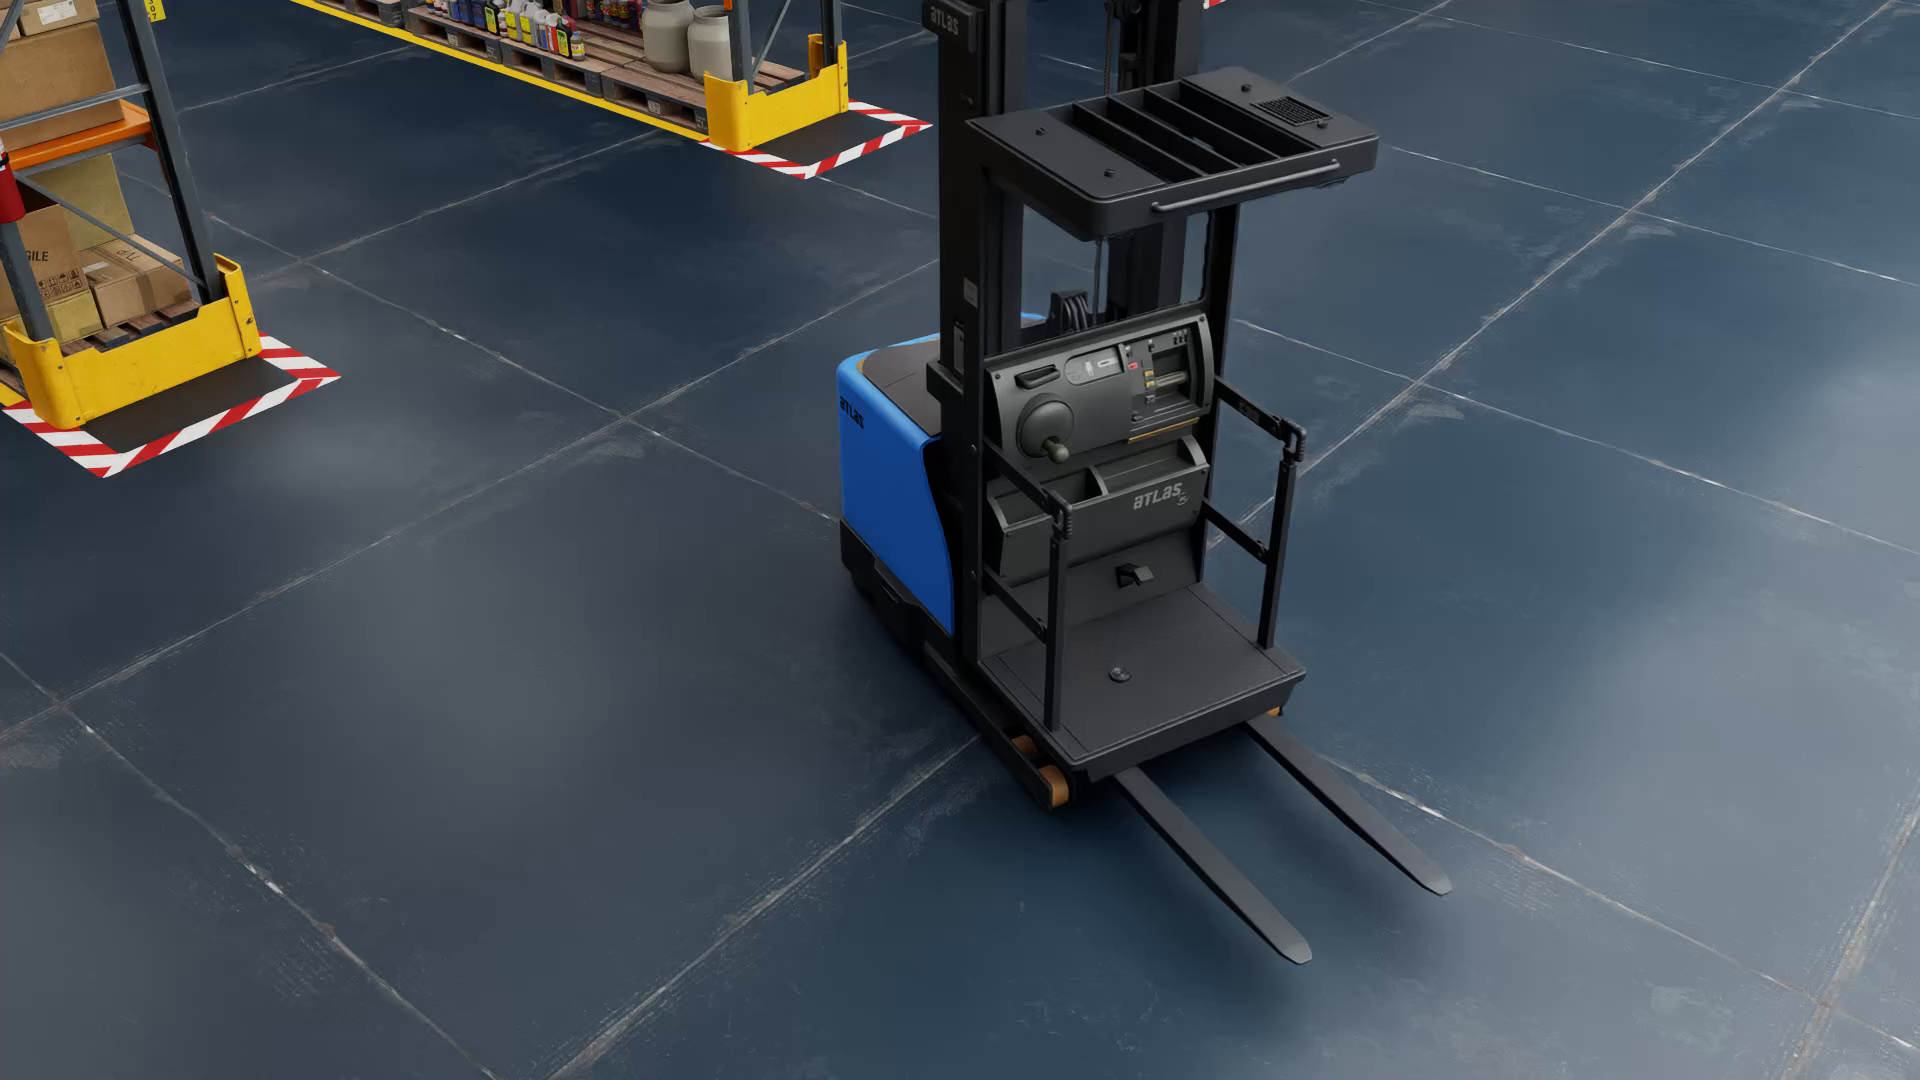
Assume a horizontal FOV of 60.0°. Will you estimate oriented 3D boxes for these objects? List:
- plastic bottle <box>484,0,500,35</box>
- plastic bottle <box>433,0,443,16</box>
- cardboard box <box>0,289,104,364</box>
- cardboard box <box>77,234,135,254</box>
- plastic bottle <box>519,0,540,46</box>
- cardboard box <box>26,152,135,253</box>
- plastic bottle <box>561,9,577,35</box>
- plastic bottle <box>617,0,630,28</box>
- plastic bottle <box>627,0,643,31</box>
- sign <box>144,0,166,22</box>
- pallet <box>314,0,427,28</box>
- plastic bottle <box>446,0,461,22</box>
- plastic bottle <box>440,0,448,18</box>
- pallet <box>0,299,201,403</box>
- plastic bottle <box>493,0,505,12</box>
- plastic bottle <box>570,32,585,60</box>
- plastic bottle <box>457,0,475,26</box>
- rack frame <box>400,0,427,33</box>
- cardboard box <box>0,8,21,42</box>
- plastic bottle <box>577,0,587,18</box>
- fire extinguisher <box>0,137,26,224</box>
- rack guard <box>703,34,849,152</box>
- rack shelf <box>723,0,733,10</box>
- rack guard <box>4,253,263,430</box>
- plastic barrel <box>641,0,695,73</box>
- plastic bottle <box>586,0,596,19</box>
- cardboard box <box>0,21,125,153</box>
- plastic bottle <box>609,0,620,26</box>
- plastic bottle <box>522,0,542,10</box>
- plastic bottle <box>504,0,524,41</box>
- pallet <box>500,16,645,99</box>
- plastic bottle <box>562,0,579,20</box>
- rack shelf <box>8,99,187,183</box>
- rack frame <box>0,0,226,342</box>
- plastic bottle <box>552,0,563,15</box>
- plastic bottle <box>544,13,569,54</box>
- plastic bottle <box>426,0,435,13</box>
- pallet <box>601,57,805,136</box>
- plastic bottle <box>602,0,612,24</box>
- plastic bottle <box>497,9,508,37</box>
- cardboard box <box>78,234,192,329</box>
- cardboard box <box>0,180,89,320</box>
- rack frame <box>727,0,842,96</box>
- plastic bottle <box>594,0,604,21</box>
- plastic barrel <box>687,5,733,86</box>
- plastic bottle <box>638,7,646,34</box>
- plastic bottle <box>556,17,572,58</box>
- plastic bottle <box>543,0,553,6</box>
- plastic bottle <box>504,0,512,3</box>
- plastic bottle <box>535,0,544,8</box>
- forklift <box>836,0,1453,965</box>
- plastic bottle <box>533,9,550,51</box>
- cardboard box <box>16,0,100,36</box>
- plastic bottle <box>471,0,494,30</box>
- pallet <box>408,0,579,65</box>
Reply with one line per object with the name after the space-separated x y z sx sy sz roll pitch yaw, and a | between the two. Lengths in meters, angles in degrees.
-3.699 -4.159 13.167 0.133 0.283 0.061 27 43 34 | plastic bottle
-4.257 -4.402 13.593 0.097 0.201 0.097 0 34 0 | plastic bottle
-4.998 -1.220 8.934 0.500 0.250 0.500 25 42 32 | cardboard box
-5.054 -1.624 9.523 0.500 0.250 0.500 25 42 32 | cardboard box
-3.330 -4.043 12.939 0.185 0.351 0.144 27 43 34 | plastic bottle
-5.053 -1.934 9.312 0.500 0.500 0.500 25 42 32 | cardboard box
-3.026 -3.954 12.868 0.133 0.283 0.061 25 42 32 | plastic bottle
-2.682 -4.241 13.297 0.097 0.271 0.097 0 34 0 | plastic bottle
-2.581 -4.212 13.244 0.133 0.283 0.061 26 42 33 | plastic bottle
-4.038 -2.743 8.260 0.005 0.325 0.100 25 42 32 | sign
-4.928 -4.835 14.604 1.213 0.211 1.003 25 42 32 | pallet
-4.069 -4.364 13.472 0.135 0.276 0.152 27 43 33 | plastic bottle
-4.178 -4.365 13.539 0.097 0.201 0.097 0 34 0 | plastic bottle
-5.012 -1.224 9.345 1.213 0.211 1.003 25 42 32 | pallet
-3.662 -4.195 13.230 0.097 0.271 0.097 0 34 0 | plastic bottle
-2.917 -3.770 12.673 0.097 0.201 0.097 0 34 0 | plastic bottle
-3.944 -4.333 13.361 0.185 0.351 0.144 26 42 33 | plastic bottle
-4.299 -5.717 13.425 0.127 3.000 1.000 25 42 32 | rack frame
-4.813 -2.478 8.048 0.250 0.149 0.380 24 41 31 | cardboard box
-3.102 -4.420 13.554 0.135 0.276 0.152 26 42 33 | plastic bottle
-4.604 -1.837 7.844 0.183 0.674 0.296 25 42 32 | fire extinguisher
-1.314 -3.244 12.033 0.348 0.500 1.175 25 42 32 | rack guard
-2.762 -4.696 12.573 4.000 0.370 1.077 25 42 32 | rack shelf
-4.379 -1.075 8.874 0.348 0.500 1.175 25 42 32 | rack guard
-2.165 -3.802 12.463 0.421 0.512 0.421 0 34 0 | plastic barrel
-2.993 -4.359 13.530 0.097 0.201 0.097 0 34 0 | plastic bottle
-4.748 -2.330 8.405 0.500 0.500 0.700 25 42 32 | cardboard box
-2.759 -4.277 13.350 0.097 0.271 0.097 0 34 0 | plastic bottle
-3.397 -4.154 13.166 0.135 0.276 0.152 25 42 32 | plastic bottle
-3.473 -4.111 13.038 0.185 0.351 0.144 25 42 31 | plastic bottle
-2.868 -3.864 13.190 1.213 0.211 1.003 25 42 32 | pallet
-3.169 -4.377 13.484 0.133 0.283 0.061 25 42 32 | plastic bottle
-5.934 -2.542 9.437 4.000 0.370 1.077 25 42 32 | rack shelf
-4.397 -2.114 8.179 0.127 3.000 1.000 25 42 32 | rack frame
-3.270 -4.430 13.562 0.133 0.283 0.061 25 42 32 | plastic bottle
-3.093 -3.904 12.803 0.135 0.276 0.152 26 42 32 | plastic bottle
-4.335 -4.467 13.627 0.097 0.271 0.097 0 34 0 | plastic bottle
-1.935 -3.422 12.546 1.213 0.211 1.003 25 42 32 | pallet
-2.836 -4.284 13.422 0.097 0.201 0.097 0 34 0 | plastic bottle
-3.597 -4.091 13.140 0.097 0.201 0.097 0 34 0 | plastic bottle
-4.667 -1.445 9.262 0.500 0.250 0.500 25 42 32 | cardboard box
-5.000 -1.528 8.720 0.500 0.500 0.500 25 42 32 | cardboard box
-1.225 -4.268 11.315 0.127 3.000 1.000 25 42 32 | rack frame
-2.915 -4.351 13.457 0.097 0.271 0.097 0 34 0 | plastic bottle
-1.780 -3.621 12.199 0.421 0.512 0.421 0 34 0 | plastic barrel
-2.499 -4.125 13.191 0.097 0.201 0.097 0 34 0 | plastic bottle
-3.018 -3.838 12.700 0.133 0.283 0.061 26 42 33 | plastic bottle
-3.472 -4.629 13.792 0.185 0.351 0.144 23 41 30 | plastic bottle
-3.712 -4.636 13.802 0.185 0.351 0.144 25 42 32 | plastic bottle
-3.548 -4.524 13.706 0.135 0.276 0.152 25 42 32 | plastic bottle
0.633 -0.492 5.877 1.130 2.935 3.031 -18 38 -24 | forklift
-3.200 -3.954 12.876 0.135 0.276 0.152 24 41 31 | plastic bottle
-4.561 -2.659 8.310 0.250 0.149 0.380 25 42 32 | cardboard box
-3.799 -4.265 13.262 0.185 0.351 0.144 23 41 30 | plastic bottle
-3.810 -4.306 13.833 1.213 0.211 1.003 25 42 32 | pallet
